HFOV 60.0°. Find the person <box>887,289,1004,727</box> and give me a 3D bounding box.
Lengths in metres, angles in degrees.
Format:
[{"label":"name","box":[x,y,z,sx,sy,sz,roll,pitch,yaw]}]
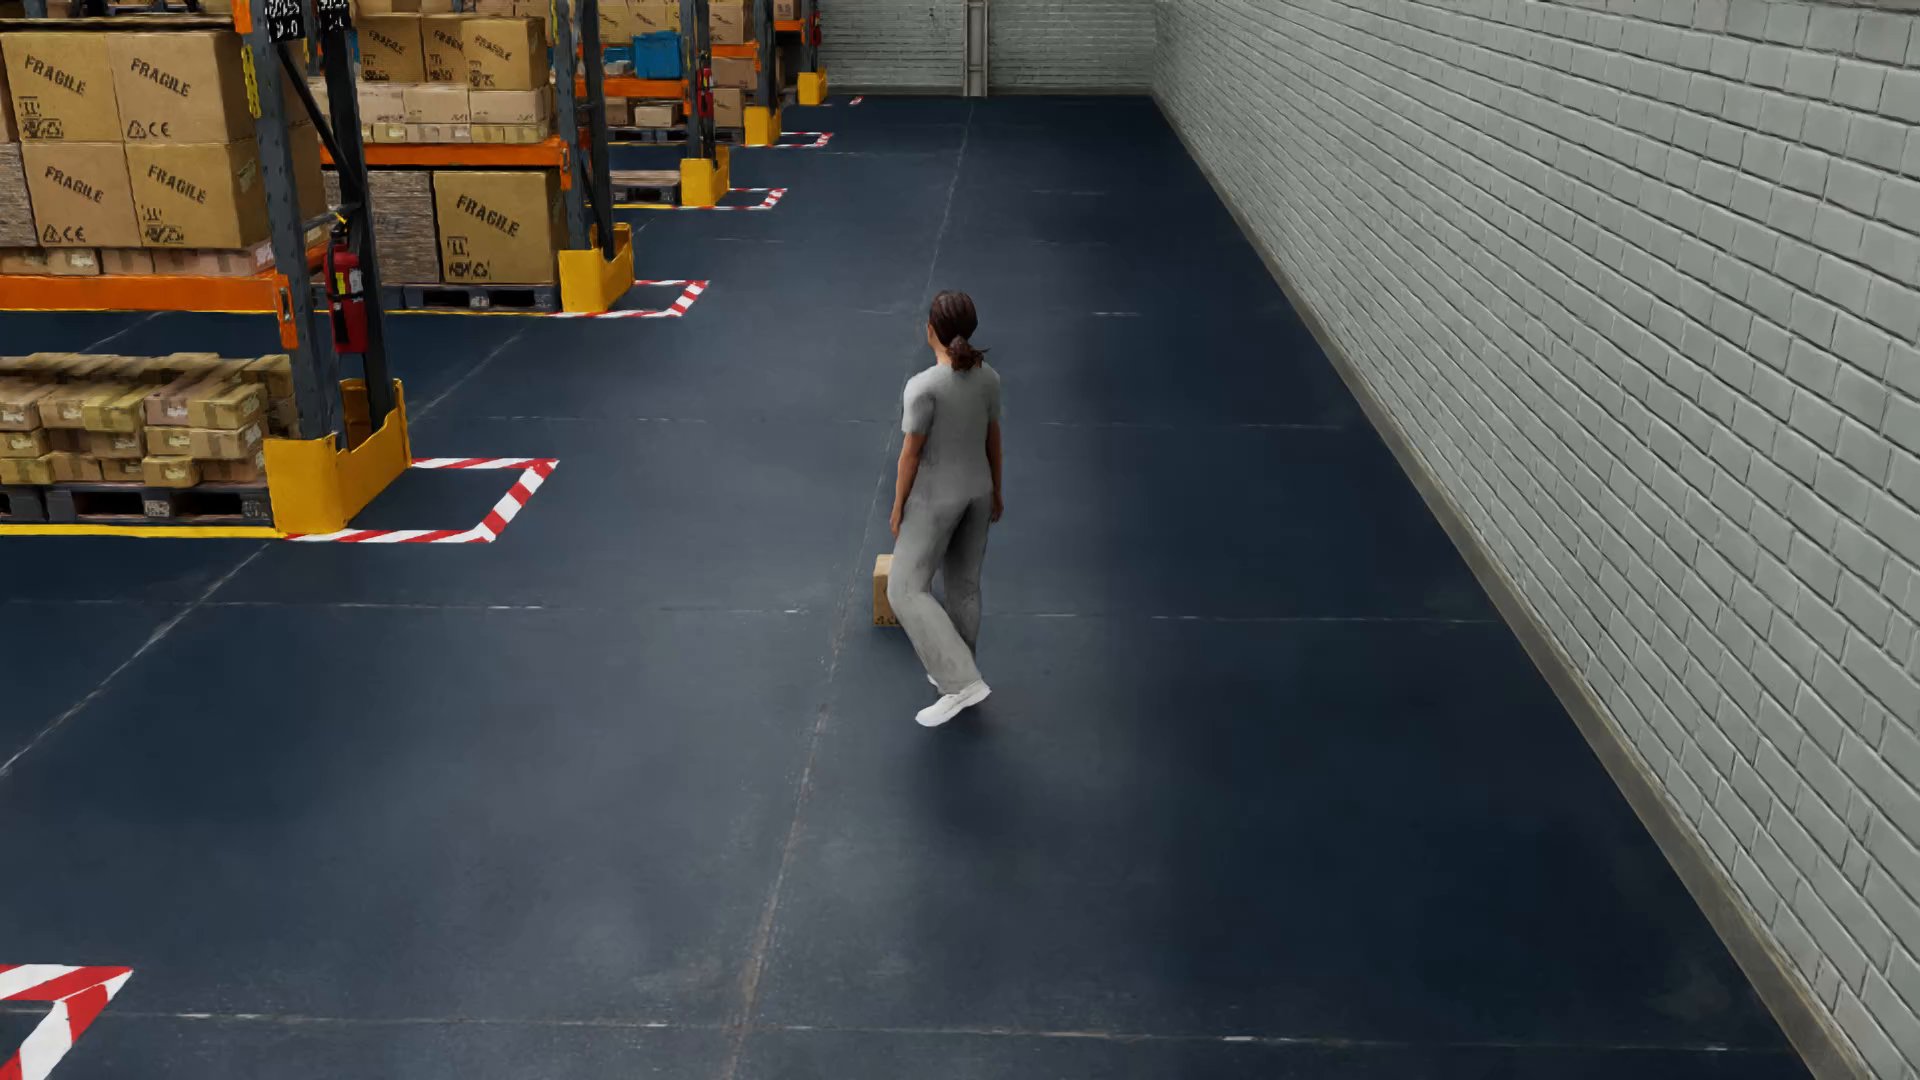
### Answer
[{"label":"person","box":[-0.024,-0.120,6.388,0.575,1.671,0.570,-16,26,-36]}]
